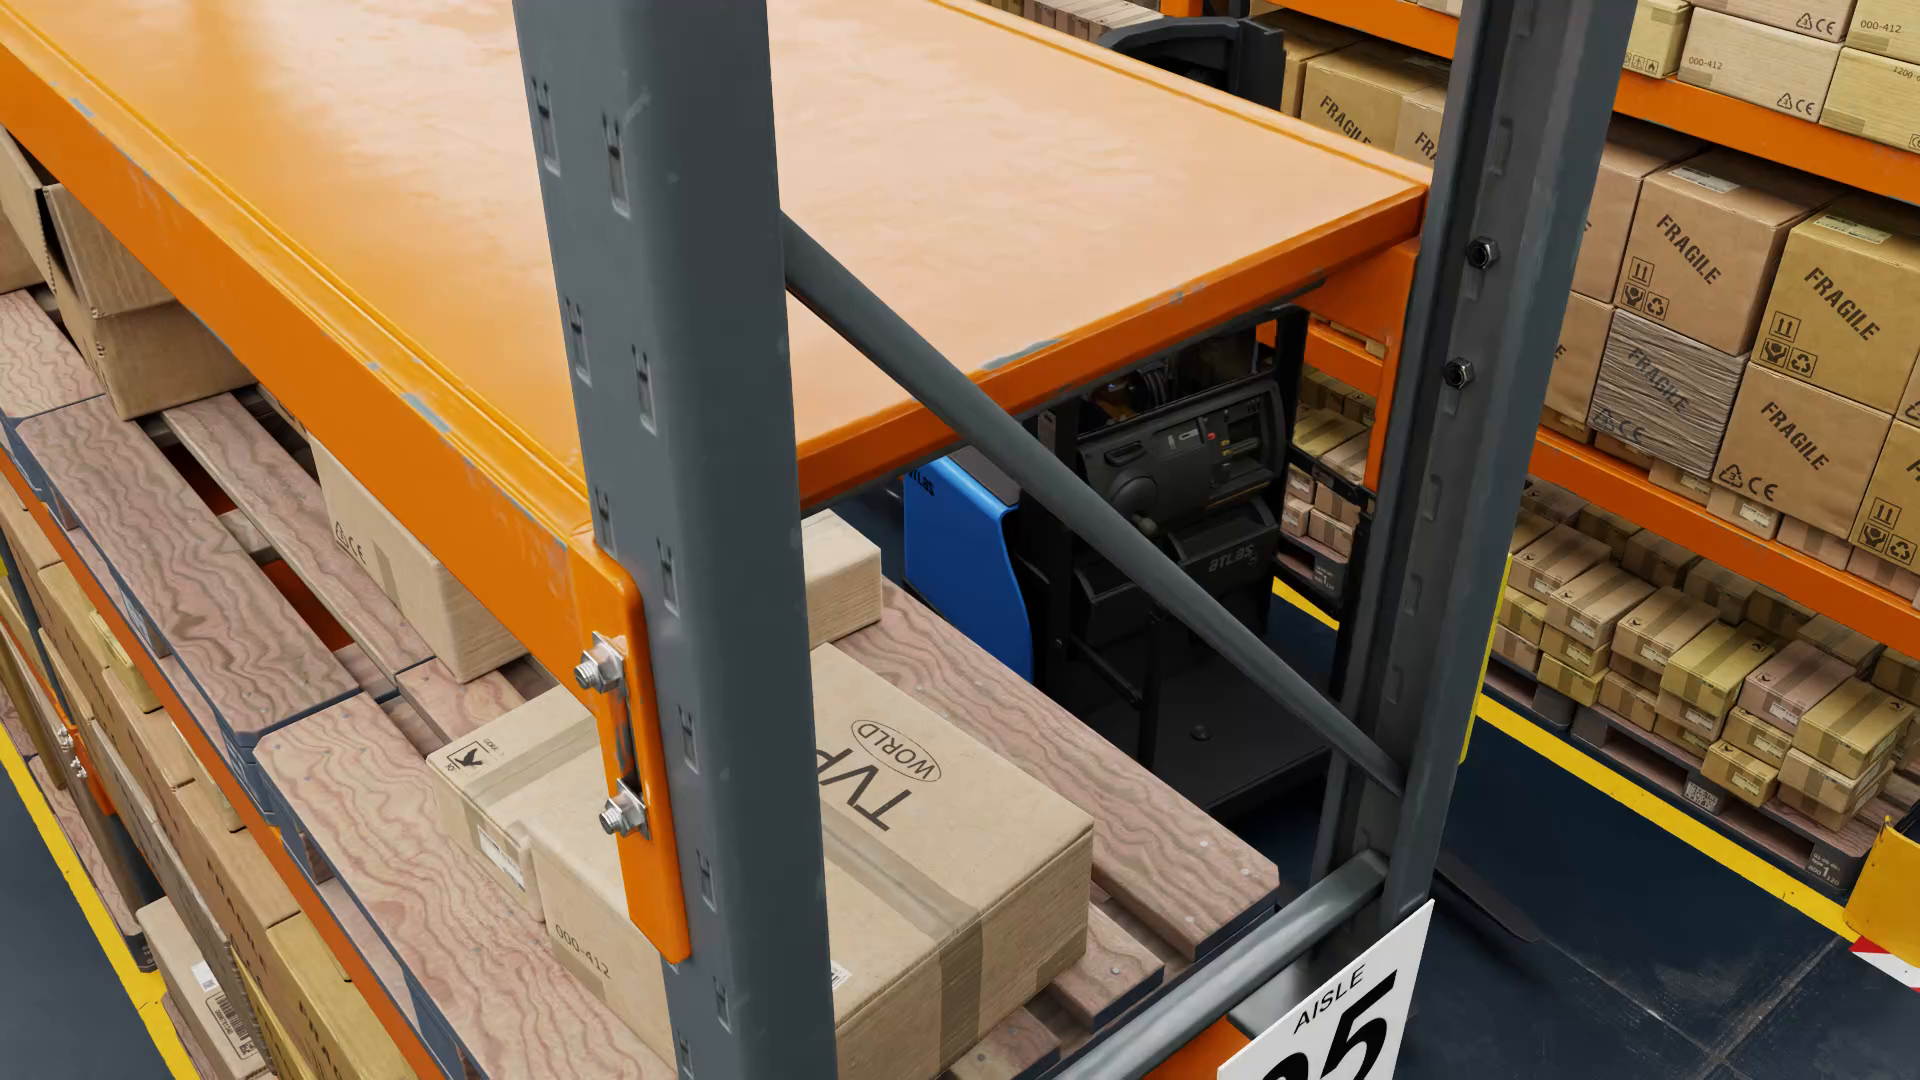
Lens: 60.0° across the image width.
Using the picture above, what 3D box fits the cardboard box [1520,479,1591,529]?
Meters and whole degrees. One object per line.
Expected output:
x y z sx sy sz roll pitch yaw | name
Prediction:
2.714 -0.165 7.477 0.380 0.149 0.250 -26 43 -32 | cardboard box

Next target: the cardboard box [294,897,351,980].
-1.074 0.643 3.234 0.380 0.149 0.250 -25 42 -31 | cardboard box

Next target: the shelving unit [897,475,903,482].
-0.062 -0.554 8.059 0.538 1.125 1.048 -23 41 -29 | shelving unit

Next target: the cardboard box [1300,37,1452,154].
1.762 -1.730 6.889 0.500 0.500 0.500 -27 44 -33 | cardboard box

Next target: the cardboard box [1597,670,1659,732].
2.876 0.601 6.909 0.380 0.149 0.250 -26 43 -31 | cardboard box

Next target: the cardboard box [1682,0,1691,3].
2.424 -2.062 5.669 0.500 0.250 0.500 -28 44 -34 | cardboard box

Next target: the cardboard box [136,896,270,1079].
-2.082 1.409 5.519 0.875 0.438 0.875 -27 43 -32 | cardboard box

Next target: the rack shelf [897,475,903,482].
-0.062 -0.355 8.200 0.538 0.278 1.000 -23 41 -29 | rack shelf

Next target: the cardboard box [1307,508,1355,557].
1.874 -0.100 7.899 0.380 0.149 0.250 -27 43 -33 | cardboard box

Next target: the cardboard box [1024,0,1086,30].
0.572 -2.901 9.090 0.380 0.149 0.250 -24 42 -30 | cardboard box

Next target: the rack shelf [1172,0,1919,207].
2.601 -1.721 6.112 1.077 0.370 4.000 -26 43 -32 | rack shelf

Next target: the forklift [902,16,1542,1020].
0.960 -0.240 6.053 1.130 2.935 3.031 -21 40 -26 | forklift

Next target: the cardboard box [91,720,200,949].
-1.981 0.705 4.573 0.500 0.500 0.500 -26 43 -32 | cardboard box

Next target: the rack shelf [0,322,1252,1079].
-1.115 0.170 3.442 1.077 0.370 4.000 -26 43 -32 | rack shelf

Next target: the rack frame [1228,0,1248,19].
2.583 -5.245 13.060 1.000 3.000 0.127 -26 43 -32 | rack frame

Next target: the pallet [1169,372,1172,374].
0.807 -0.879 9.308 1.003 0.211 1.213 -26 43 -32 | pallet

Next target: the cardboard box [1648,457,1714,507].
2.830 -0.304 6.301 0.380 0.149 0.250 -28 44 -34 | cardboard box

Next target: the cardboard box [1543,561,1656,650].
2.640 0.267 6.866 0.380 0.149 0.250 -24 42 -30 | cardboard box

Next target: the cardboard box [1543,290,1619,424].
2.428 -0.846 6.505 0.500 0.500 0.500 -24 42 -30 | cardboard box

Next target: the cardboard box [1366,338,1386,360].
1.963 -0.881 7.117 0.380 0.149 0.250 -25 42 -31 | cardboard box

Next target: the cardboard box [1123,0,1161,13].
1.768 -4.933 14.402 0.700 0.500 0.500 -30 45 -35 | cardboard box

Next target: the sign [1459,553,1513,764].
0.603 0.166 2.000 0.100 0.325 0.005 -26 43 -32 | sign

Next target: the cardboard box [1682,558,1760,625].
3.255 0.169 7.004 0.380 0.149 0.250 -28 44 -34 | cardboard box

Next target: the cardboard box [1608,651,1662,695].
2.902 0.451 6.864 0.380 0.149 0.250 -27 43 -32 | cardboard box

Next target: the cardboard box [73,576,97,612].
-1.912 0.077 4.033 0.380 0.149 0.250 -26 43 -32 | cardboard box

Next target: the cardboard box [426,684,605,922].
-0.515 0.329 2.362 0.380 0.149 0.250 -30 45 -35 | cardboard box

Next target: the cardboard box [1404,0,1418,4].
1.738 -2.316 6.459 0.500 0.250 0.500 -27 43 -32 | cardboard box

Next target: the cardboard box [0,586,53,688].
-2.888 0.175 5.538 0.500 0.250 0.500 -27 43 -33 | cardboard box

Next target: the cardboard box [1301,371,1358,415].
1.934 -0.766 8.325 0.380 0.149 0.250 -25 43 -31 | cardboard box

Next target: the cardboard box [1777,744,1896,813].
3.333 0.837 6.319 0.380 0.149 0.250 -27 44 -33 | cardboard box

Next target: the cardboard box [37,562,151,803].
-1.962 0.294 4.287 0.500 0.500 0.500 -27 43 -32 | cardboard box

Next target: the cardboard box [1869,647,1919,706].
3.813 0.484 6.560 0.380 0.149 0.250 -28 44 -34 | cardboard box

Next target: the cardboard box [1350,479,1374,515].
1.995 -0.208 7.537 0.380 0.149 0.250 -25 42 -31 | cardboard box

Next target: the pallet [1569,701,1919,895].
3.346 0.825 6.902 1.003 0.211 1.213 -26 43 -32 | pallet

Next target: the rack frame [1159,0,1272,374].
1.311 -1.674 8.018 1.000 3.000 0.127 -26 43 -32 | rack frame

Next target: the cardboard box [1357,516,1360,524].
2.048 -0.101 7.643 0.380 0.149 0.250 -24 42 -30 | cardboard box

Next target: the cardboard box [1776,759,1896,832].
3.393 0.930 6.445 0.380 0.149 0.250 -25 42 -31 | cardboard box

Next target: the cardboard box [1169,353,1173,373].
1.036 -1.250 9.219 0.500 0.500 0.500 -24 42 -30 | cardboard box

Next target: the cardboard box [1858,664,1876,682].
3.616 0.494 6.803 0.380 0.149 0.250 -26 43 -32 | cardboard box

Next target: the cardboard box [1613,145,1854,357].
2.737 -1.037 5.910 0.500 0.500 0.500 -24 42 -30 | cardboard box

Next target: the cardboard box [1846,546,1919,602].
3.334 0.033 5.826 0.380 0.149 0.250 -26 43 -32 | cardboard box

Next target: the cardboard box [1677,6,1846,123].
2.752 -1.619 5.475 0.500 0.250 0.500 -24 42 -30 | cardboard box

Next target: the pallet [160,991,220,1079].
-1.975 1.720 5.638 1.003 0.211 1.213 -26 43 -32 | pallet

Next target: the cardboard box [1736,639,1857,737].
3.238 0.570 6.438 0.380 0.149 0.250 -25 42 -31 | cardboard box

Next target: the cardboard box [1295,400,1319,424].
1.507 -0.551 8.021 0.380 0.149 0.250 -24 42 -30 | cardboard box

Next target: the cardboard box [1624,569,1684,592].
3.064 0.184 7.241 0.380 0.149 0.250 -28 44 -34 | cardboard box

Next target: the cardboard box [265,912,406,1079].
-0.994 0.971 3.332 0.500 0.500 0.500 -26 43 -32 | cardboard box

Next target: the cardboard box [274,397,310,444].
-1.011 -0.440 3.144 0.500 0.500 0.500 -25 42 -31 | cardboard box

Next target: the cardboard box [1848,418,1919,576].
3.405 -0.172 5.554 0.500 0.500 0.500 -25 42 -31 | cardboard box
